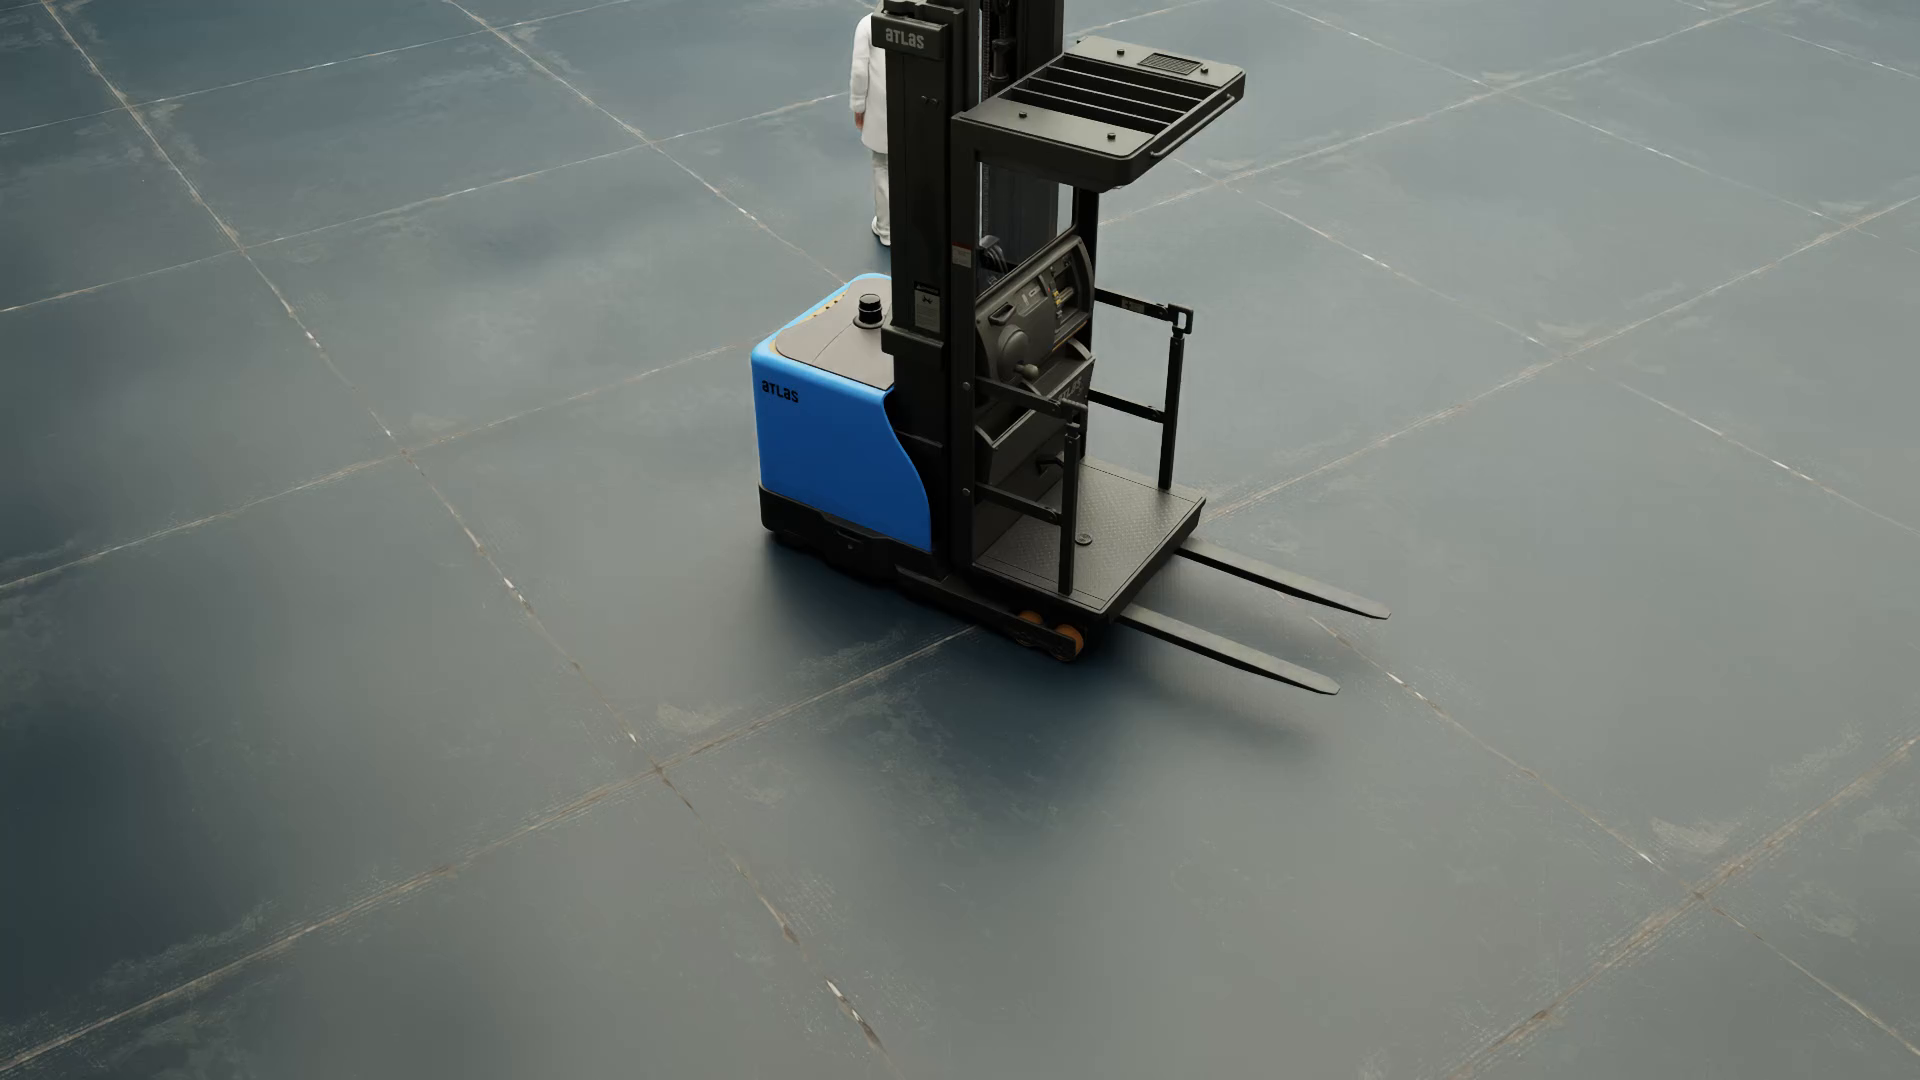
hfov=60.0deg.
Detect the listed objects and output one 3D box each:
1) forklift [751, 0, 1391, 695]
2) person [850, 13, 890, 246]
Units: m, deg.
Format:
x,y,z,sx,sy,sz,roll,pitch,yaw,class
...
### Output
x,y,z,sx,sy,sz,roll,pitch,yaw,class
0.514,-0.985,7.276,3.031,2.935,1.130,21,41,26,forklift
-0.380,-2.756,10.644,0.642,1.775,0.421,-3,37,-4,person
